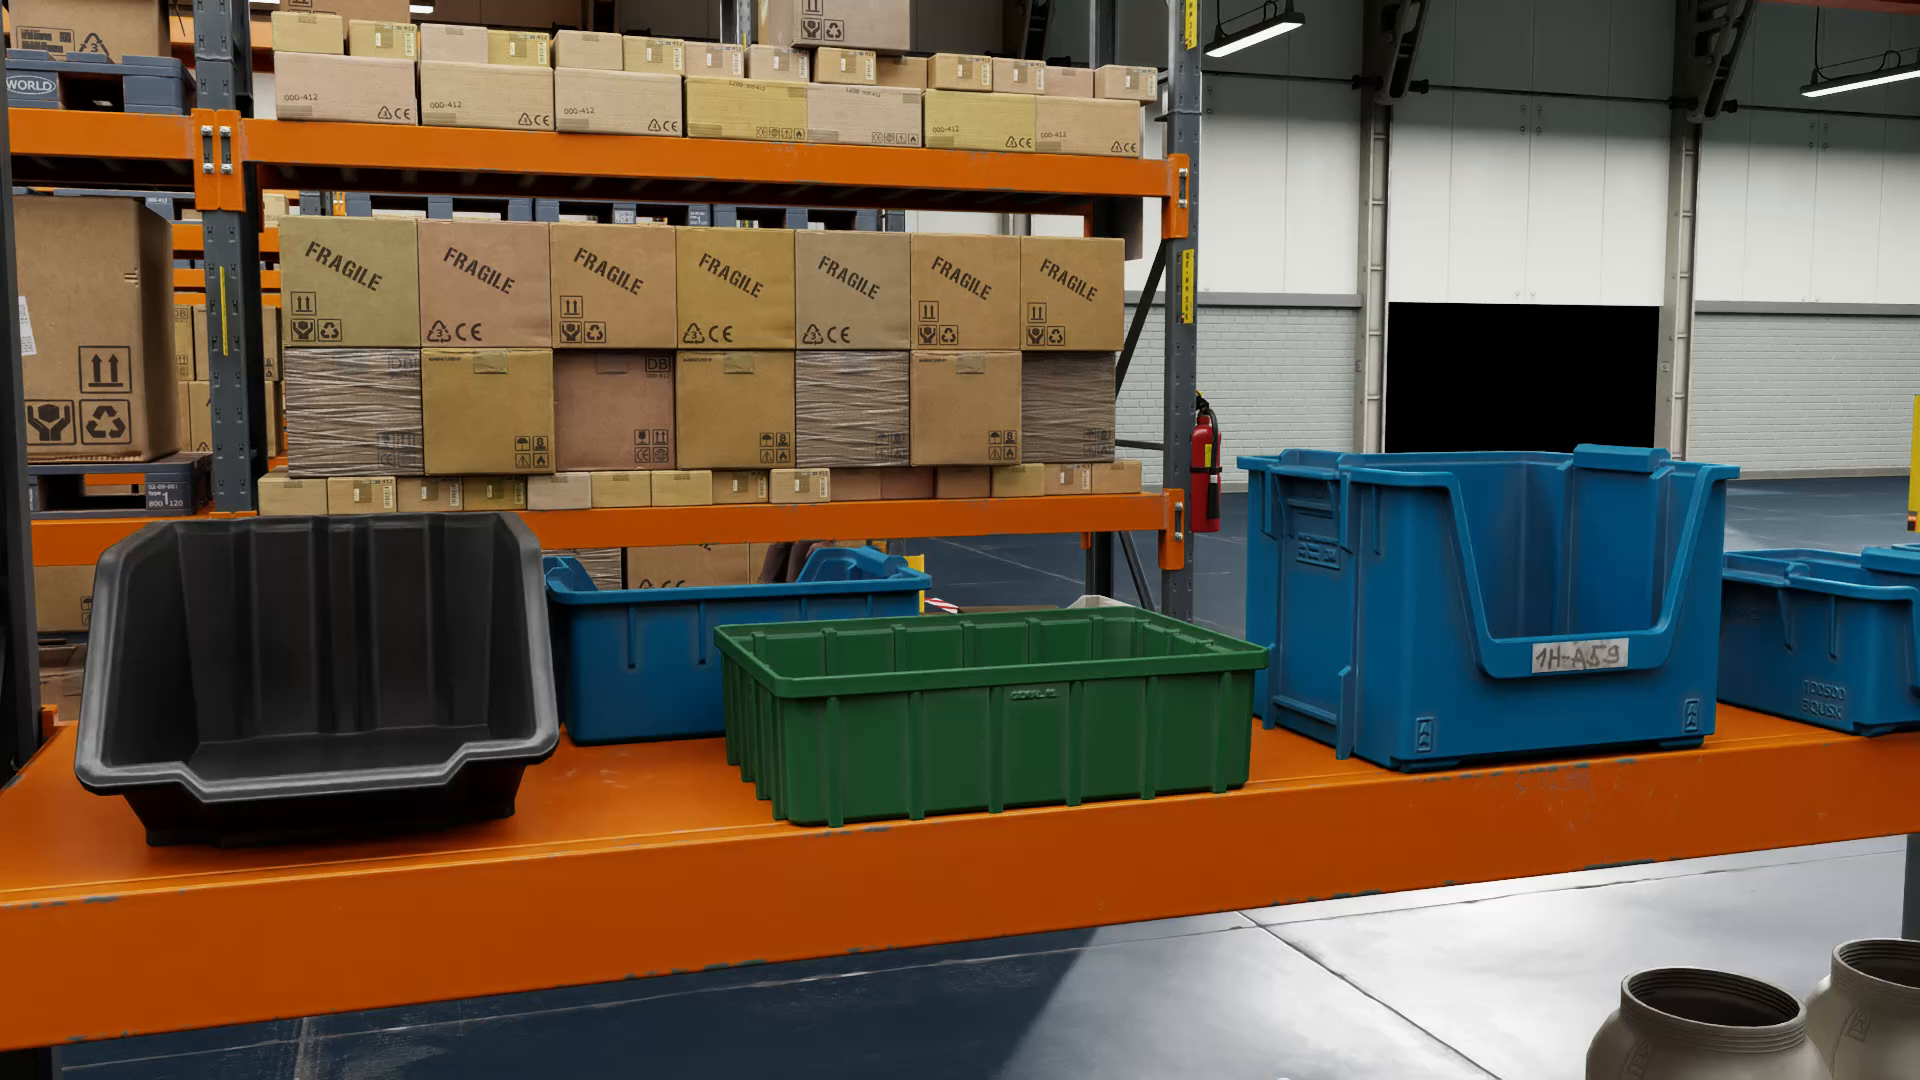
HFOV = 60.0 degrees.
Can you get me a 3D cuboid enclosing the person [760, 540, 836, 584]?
[{"bbox_3d":[-0.936,-0.003,9.758,0.660,1.709,0.564,-4,7,-35],"label":"person"}]
